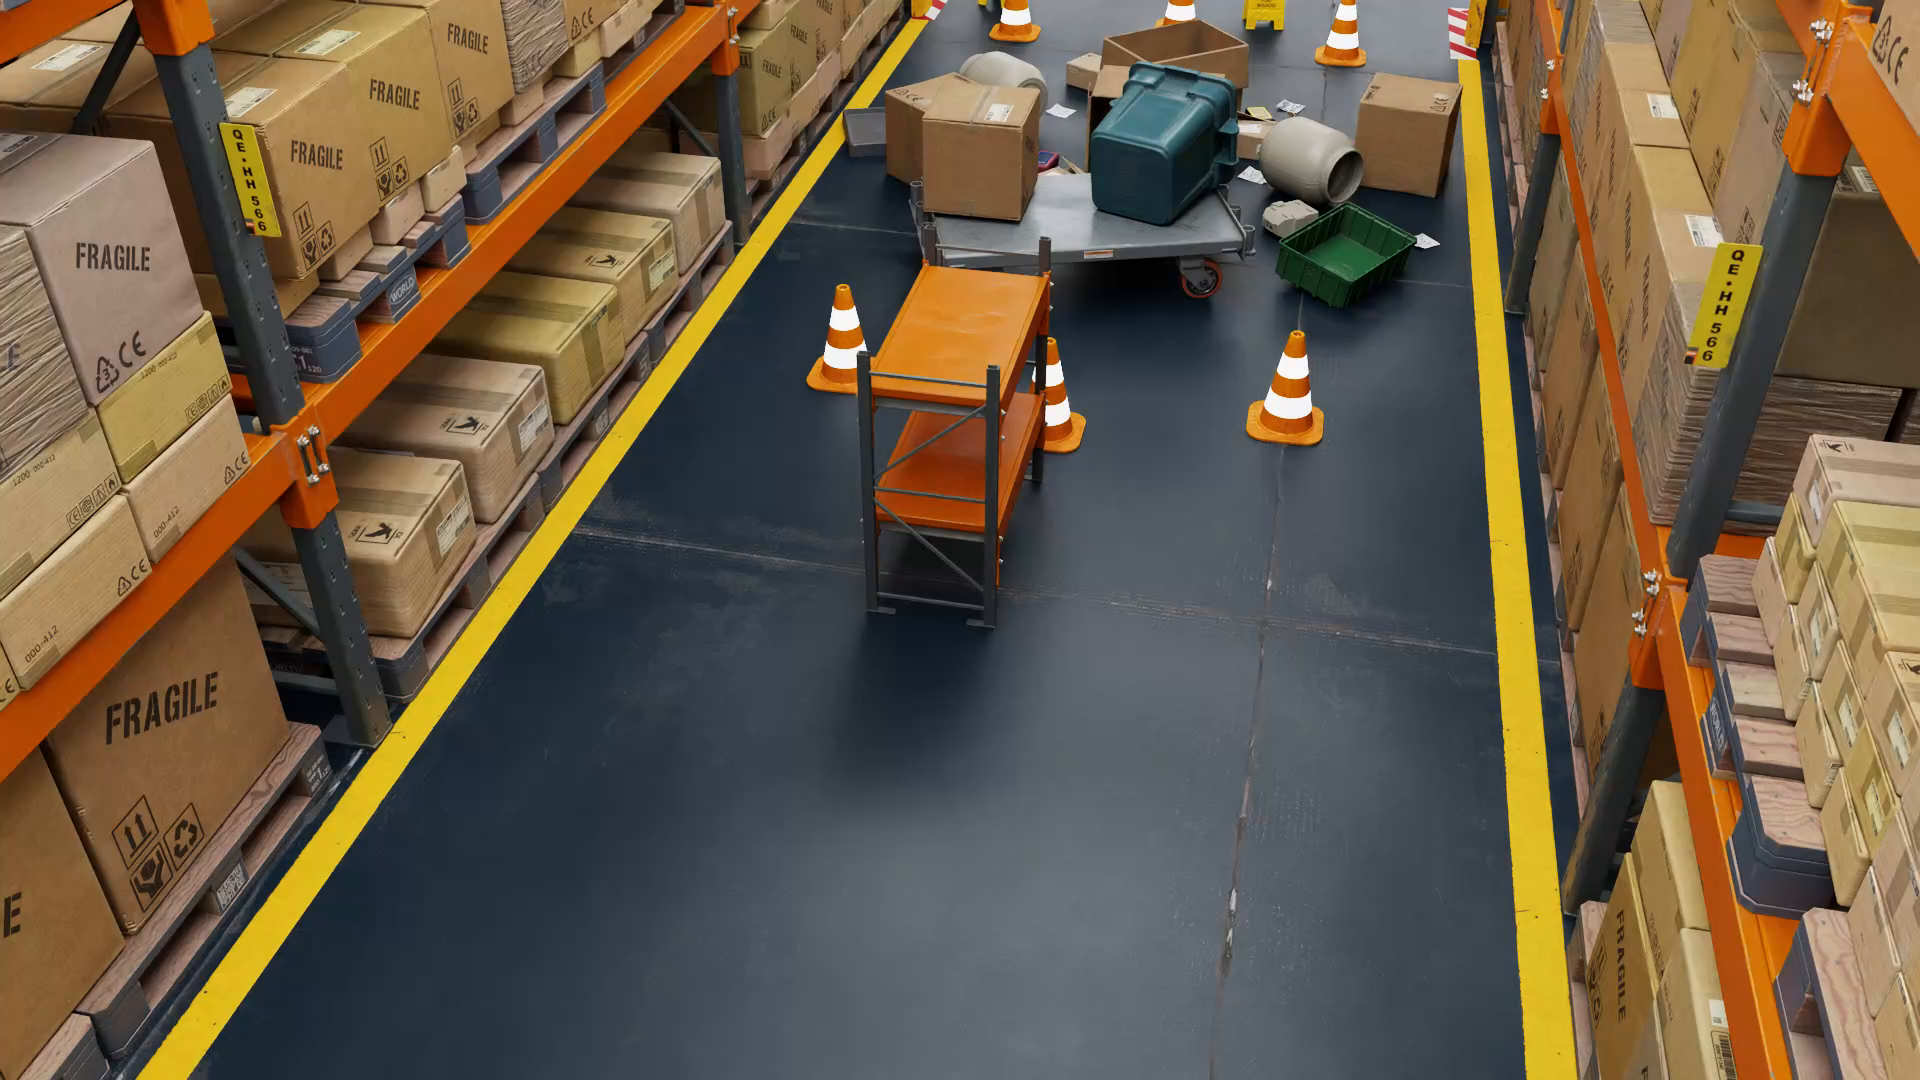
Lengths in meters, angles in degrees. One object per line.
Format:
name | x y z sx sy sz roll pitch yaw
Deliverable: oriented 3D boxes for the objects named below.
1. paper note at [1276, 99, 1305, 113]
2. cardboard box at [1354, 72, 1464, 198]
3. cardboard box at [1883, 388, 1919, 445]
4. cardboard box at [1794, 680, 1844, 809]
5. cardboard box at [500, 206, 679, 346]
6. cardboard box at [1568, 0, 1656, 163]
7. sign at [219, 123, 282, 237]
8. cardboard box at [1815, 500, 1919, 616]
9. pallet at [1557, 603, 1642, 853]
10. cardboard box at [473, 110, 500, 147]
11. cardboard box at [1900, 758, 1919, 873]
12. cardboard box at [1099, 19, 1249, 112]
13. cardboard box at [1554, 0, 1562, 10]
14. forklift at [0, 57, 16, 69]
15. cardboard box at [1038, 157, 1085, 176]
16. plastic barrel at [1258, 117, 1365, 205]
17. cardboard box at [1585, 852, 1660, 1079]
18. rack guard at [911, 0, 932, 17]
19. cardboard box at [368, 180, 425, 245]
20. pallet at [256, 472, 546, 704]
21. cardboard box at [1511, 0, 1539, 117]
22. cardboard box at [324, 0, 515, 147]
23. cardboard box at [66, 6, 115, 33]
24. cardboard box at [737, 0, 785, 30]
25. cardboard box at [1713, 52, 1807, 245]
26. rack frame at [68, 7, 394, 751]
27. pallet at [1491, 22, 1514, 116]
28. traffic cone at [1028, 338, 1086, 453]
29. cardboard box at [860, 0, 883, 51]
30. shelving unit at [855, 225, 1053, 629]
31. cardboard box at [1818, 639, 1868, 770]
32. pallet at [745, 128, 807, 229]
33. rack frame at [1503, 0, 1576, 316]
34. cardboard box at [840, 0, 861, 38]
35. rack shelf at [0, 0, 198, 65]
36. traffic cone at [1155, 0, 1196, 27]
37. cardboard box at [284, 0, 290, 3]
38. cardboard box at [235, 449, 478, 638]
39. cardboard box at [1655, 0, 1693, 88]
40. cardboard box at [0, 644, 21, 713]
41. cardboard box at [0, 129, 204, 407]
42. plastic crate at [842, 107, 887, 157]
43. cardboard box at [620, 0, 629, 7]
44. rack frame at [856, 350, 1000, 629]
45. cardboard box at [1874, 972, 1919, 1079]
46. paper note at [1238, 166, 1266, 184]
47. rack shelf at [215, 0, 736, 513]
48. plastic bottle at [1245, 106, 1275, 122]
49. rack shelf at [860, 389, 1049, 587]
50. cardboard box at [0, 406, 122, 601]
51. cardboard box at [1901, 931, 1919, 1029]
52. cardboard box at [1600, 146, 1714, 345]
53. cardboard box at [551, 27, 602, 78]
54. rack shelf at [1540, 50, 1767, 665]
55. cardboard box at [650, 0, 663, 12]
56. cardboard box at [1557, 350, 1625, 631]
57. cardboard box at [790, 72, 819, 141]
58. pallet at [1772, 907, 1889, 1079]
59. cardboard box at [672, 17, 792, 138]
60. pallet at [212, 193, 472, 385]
paper note | 2.091 -2.743 10.510 0.144 0.017 0.142 20 41 26
cardboard box | 2.550 -2.322 9.526 0.500 0.500 0.500 14 38 18
cardboard box | 2.726 -0.286 4.503 0.500 0.500 0.500 8 37 10
cardboard box | 1.959 0.450 3.430 0.380 0.149 0.250 9 37 12
cardboard box | -1.896 -1.270 7.827 0.950 0.372 0.625 10 37 13
cardboard box | 2.739 -1.798 6.590 0.500 0.500 0.500 8 37 10
sign | -1.948 -0.985 4.567 0.100 0.325 0.005 7 37 10
cardboard box | 2.024 0.064 3.455 0.380 0.149 0.250 6 36 9
pallet | 2.609 0.665 5.653 1.003 0.211 1.213 7 37 10
cardboard box | -1.967 -1.594 6.250 0.380 0.149 0.250 9 37 12
cardboard box | 1.854 0.511 2.838 0.380 0.149 0.250 9 37 12
cardboard box | 1.316 -2.835 10.233 0.797 0.503 0.637 -17 39 -22
cardboard box | 3.384 -2.907 8.077 0.875 0.550 0.550 7 37 10
forklift | -4.362 -2.088 7.133 1.130 2.935 3.031 7 37 10
cardboard box | 0.634 -1.968 9.240 0.258 0.266 0.396 -17 39 -22
plastic barrel | 1.965 -2.114 9.307 0.421 0.421 0.512 -24 42 -30
cardboard box | 1.966 1.194 4.319 0.500 0.500 0.500 6 36 8
rack guard | -0.798 -4.115 12.002 1.175 0.500 0.348 7 37 10
cardboard box | -2.043 -1.124 5.602 0.380 0.149 0.250 5 36 7
pallet | -2.322 0.097 6.436 1.003 0.211 1.213 7 37 10
cardboard box | 3.809 -3.016 9.808 0.875 0.875 0.875 7 36 9
cardboard box | -1.957 -1.749 5.911 0.500 0.500 0.500 8 37 11
cardboard box | -5.872 -3.380 10.842 0.500 0.250 0.500 8 37 11
cardboard box | -1.161 -2.869 8.946 0.380 0.149 0.250 8 37 11
cardboard box | 2.579 -1.013 4.655 0.700 0.500 0.500 7 36 9
rack frame | -2.491 -0.584 5.000 1.000 3.000 0.127 7 37 10
pallet | 3.981 -3.011 10.724 1.003 0.211 1.213 7 37 10
traffic cone | 0.382 -0.672 7.283 0.336 0.463 0.334 7 37 10
cardboard box | -0.810 -3.434 10.917 0.500 0.250 0.500 7 37 10
shelving unit | -0.001 -0.452 6.415 0.538 1.125 1.048 7 37 10
cardboard box | 1.958 0.351 3.313 0.380 0.149 0.250 6 36 9
pallet | -1.527 -2.138 9.520 1.003 0.211 1.213 7 37 10
rack frame | 3.221 -2.315 7.388 1.000 3.000 0.127 7 37 10
cardboard box | -0.921 -3.451 10.301 0.500 0.500 0.500 6 36 9
rack shelf | -2.918 -0.361 2.749 1.077 0.370 4.000 7 37 10
traffic cone | 1.543 -3.791 11.586 0.336 0.463 0.334 7 37 10
cardboard box | -2.459 -1.798 5.978 0.500 0.500 0.500 5 36 7
cardboard box | -2.360 -0.013 6.093 0.950 0.372 0.625 5 36 7
cardboard box | 2.905 -1.890 5.864 0.700 0.500 0.500 8 37 10
cardboard box | -2.562 0.381 3.797 0.500 0.250 0.500 7 37 9
cardboard box | -2.346 -0.700 4.223 0.500 0.500 0.500 6 36 9
plastic crate | -0.500 -2.492 10.121 0.402 0.080 0.583 -5 36 -6
cardboard box | -1.615 -2.630 7.127 0.500 0.500 0.500 8 37 10
rack frame | -0.110 -0.160 6.012 0.500 1.125 0.032 7 37 10
cardboard box | 1.793 0.902 2.806 0.380 0.149 0.250 8 37 11
paper note | 1.723 -2.117 9.652 0.172 0.023 0.155 20 41 26
rack shelf | -2.063 -1.439 6.793 1.077 0.370 4.000 7 37 10
plastic bottle | 1.865 -2.600 10.285 0.133 0.061 0.283 -5 36 -6
rack shelf | -0.001 -0.254 6.558 0.538 0.278 1.000 7 37 10
cardboard box | -2.452 -0.122 4.064 0.500 0.250 0.500 6 36 9
cardboard box | 1.794 0.780 2.720 0.380 0.149 0.250 7 37 10
cardboard box | 2.415 -0.926 5.387 0.500 0.500 0.500 7 36 9
cardboard box | -1.709 -2.033 6.855 0.380 0.149 0.250 7 37 10
rack shelf | 2.794 -0.877 6.017 1.077 0.370 4.000 7 37 10
cardboard box | -1.550 -2.467 7.454 0.380 0.149 0.250 6 36 9
cardboard box | 2.768 -0.120 5.919 1.050 0.750 0.750 8 37 11
cardboard box | -1.143 -2.546 9.692 0.500 0.250 0.500 9 37 13
pallet | 1.984 1.196 2.707 1.003 0.211 1.213 7 37 10
cardboard box | -1.246 -2.542 9.048 0.500 0.500 0.500 9 37 12
pallet | -2.443 -0.928 5.638 1.213 0.211 1.003 7 37 10
